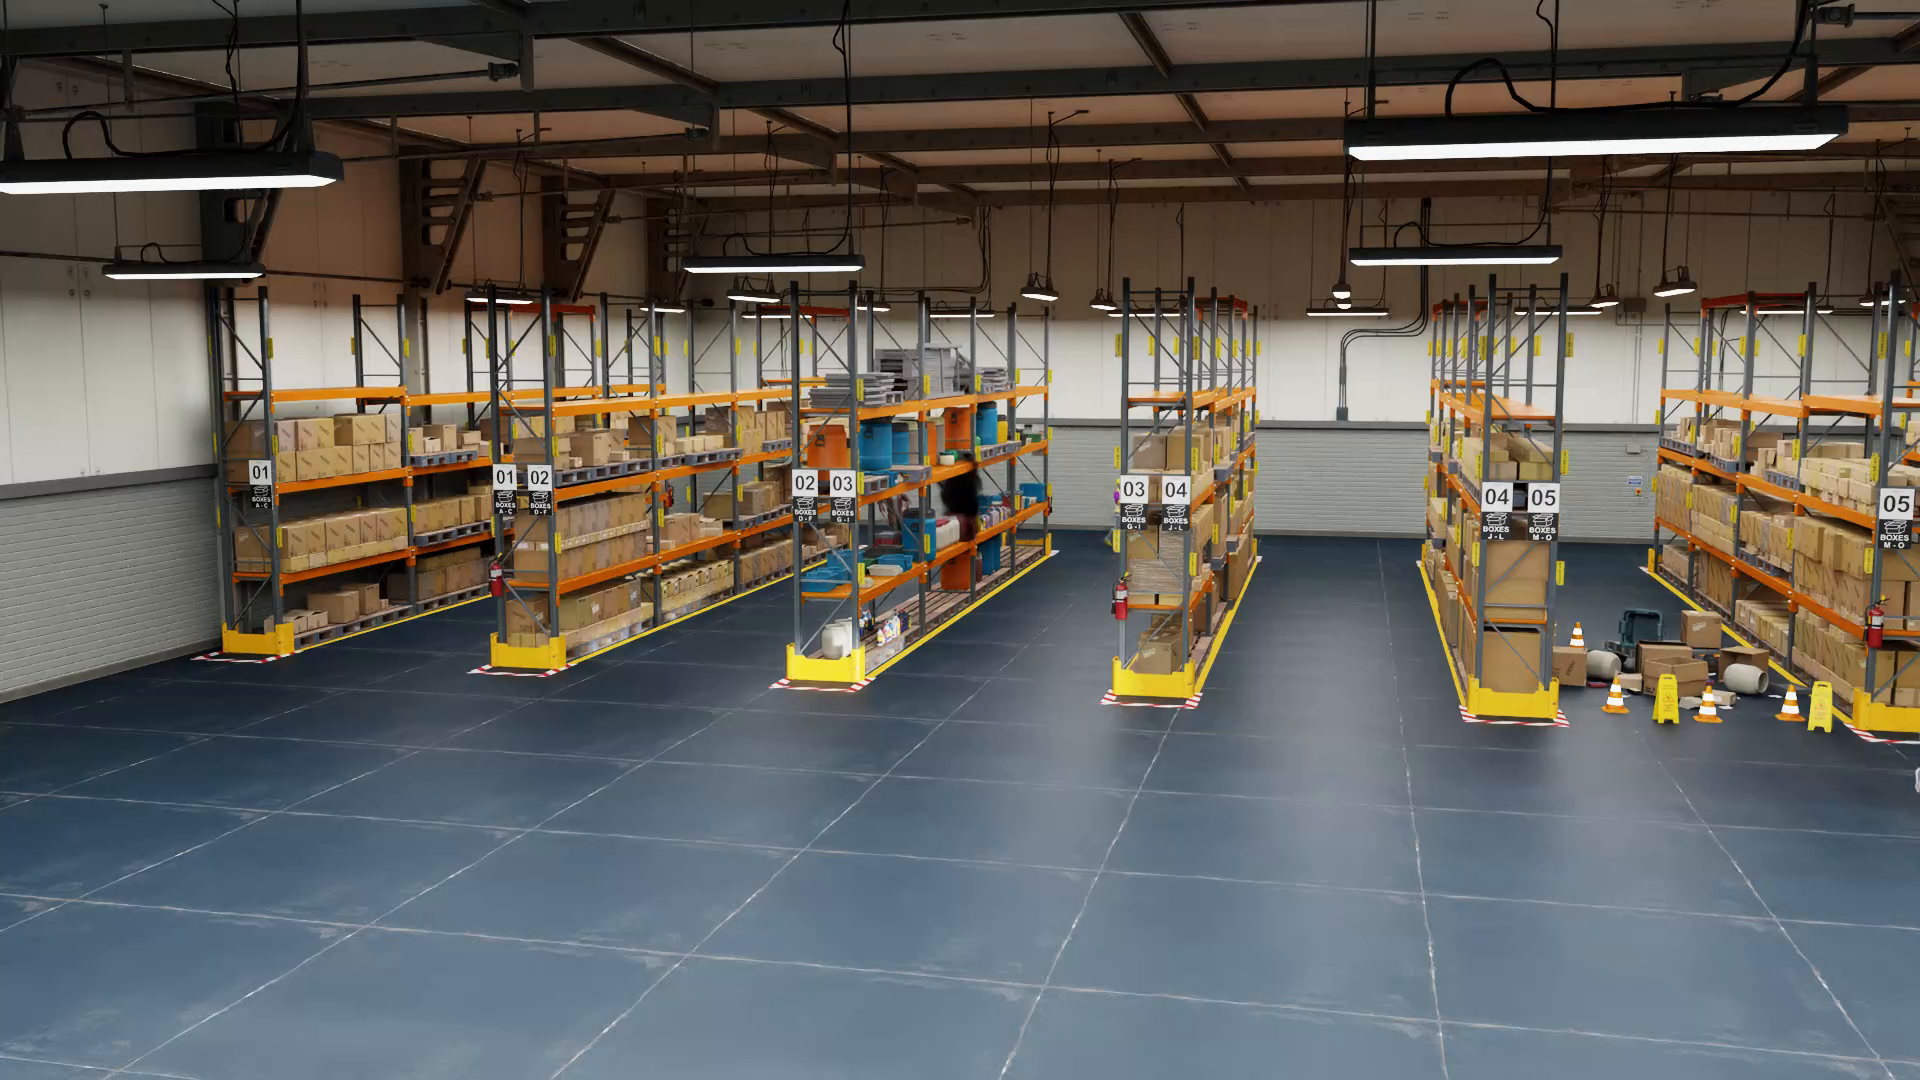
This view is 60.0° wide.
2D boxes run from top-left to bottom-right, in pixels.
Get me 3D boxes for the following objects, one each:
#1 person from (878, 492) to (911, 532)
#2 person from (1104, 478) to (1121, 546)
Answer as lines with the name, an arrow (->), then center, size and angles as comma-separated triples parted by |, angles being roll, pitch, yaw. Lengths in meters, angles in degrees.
person -> -1.615, -0.605, 41.395 | 0.810, 1.715, 0.598 | -1, 7, -11
person -> 4.111, -0.685, 41.791 | 0.981, 1.754, 0.705 | 4, 7, 28
